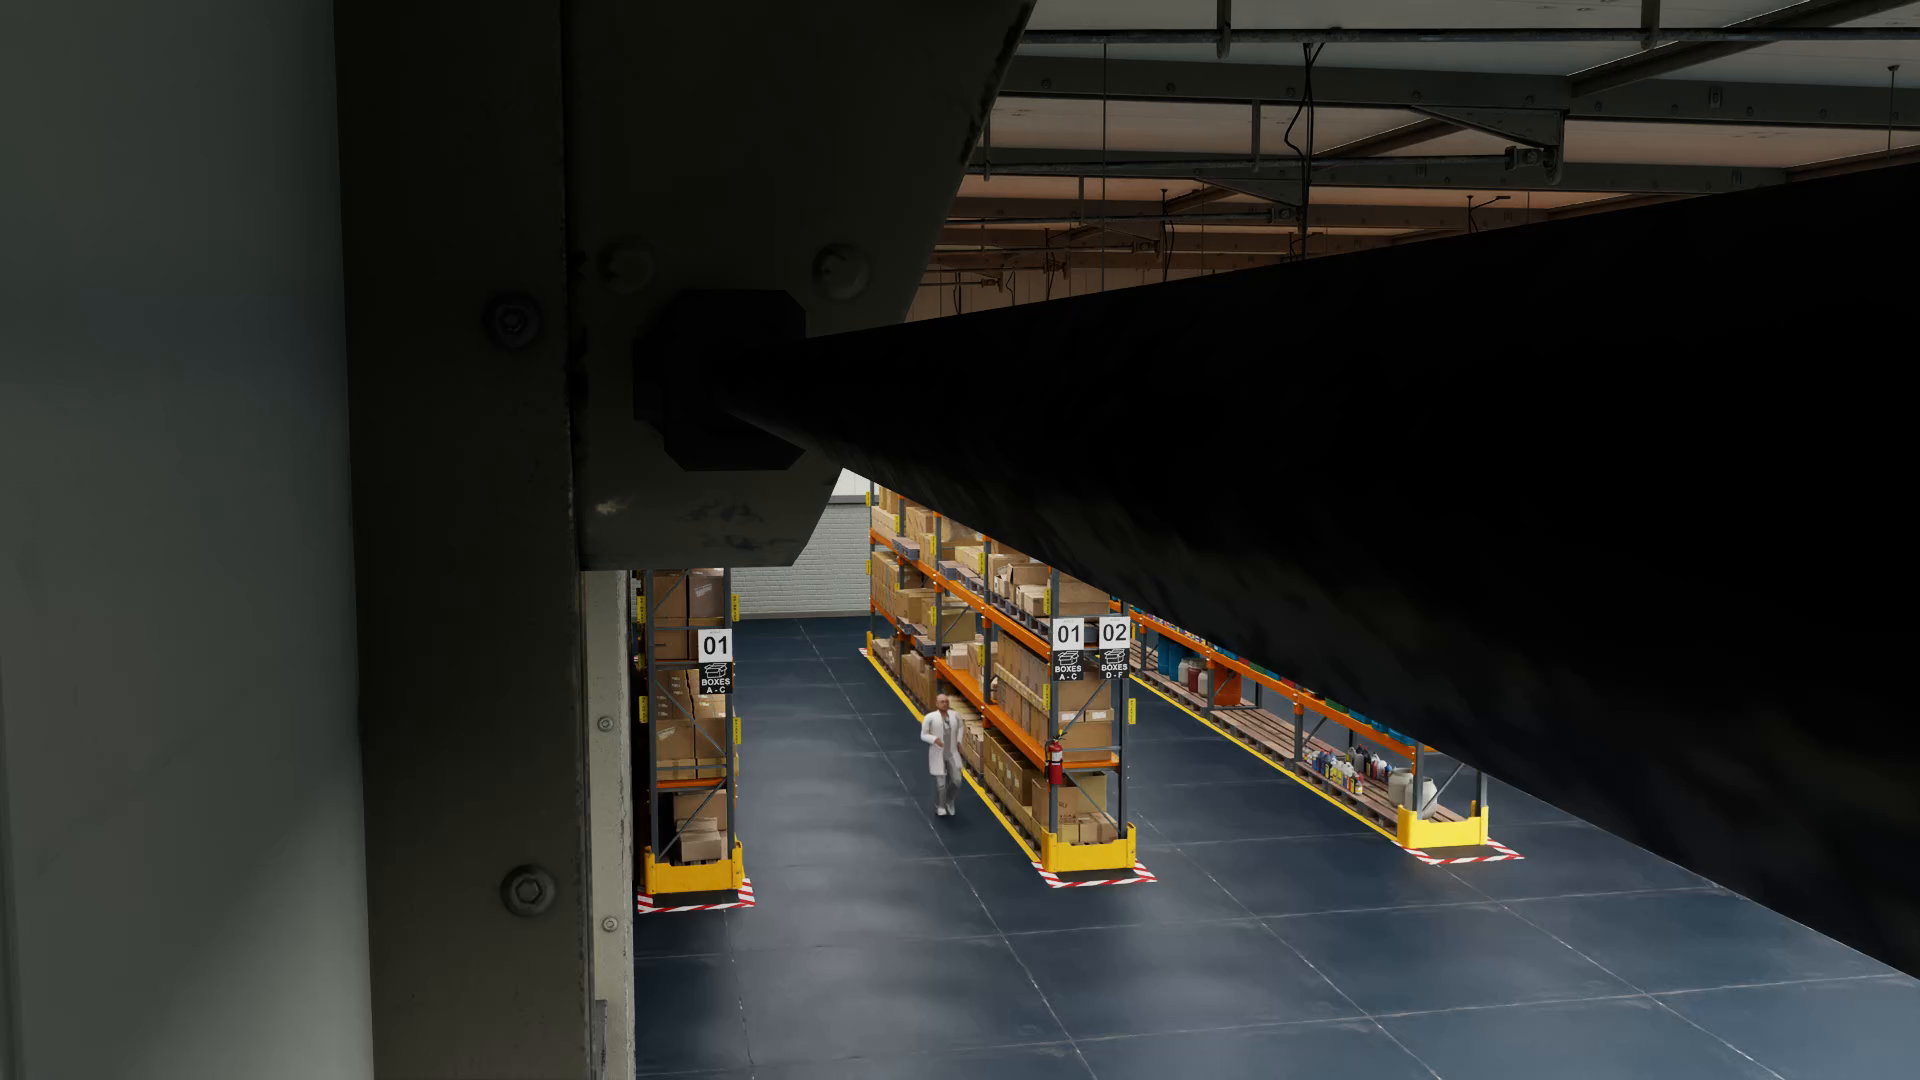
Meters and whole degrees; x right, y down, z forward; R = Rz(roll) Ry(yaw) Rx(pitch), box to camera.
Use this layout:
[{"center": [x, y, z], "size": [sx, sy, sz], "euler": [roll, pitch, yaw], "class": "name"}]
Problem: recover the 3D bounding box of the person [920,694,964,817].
[{"center": [-0.199, 3.074, 23.262], "size": [0.687, 1.666, 0.690], "euler": [-2, 6, -17], "class": "person"}]
